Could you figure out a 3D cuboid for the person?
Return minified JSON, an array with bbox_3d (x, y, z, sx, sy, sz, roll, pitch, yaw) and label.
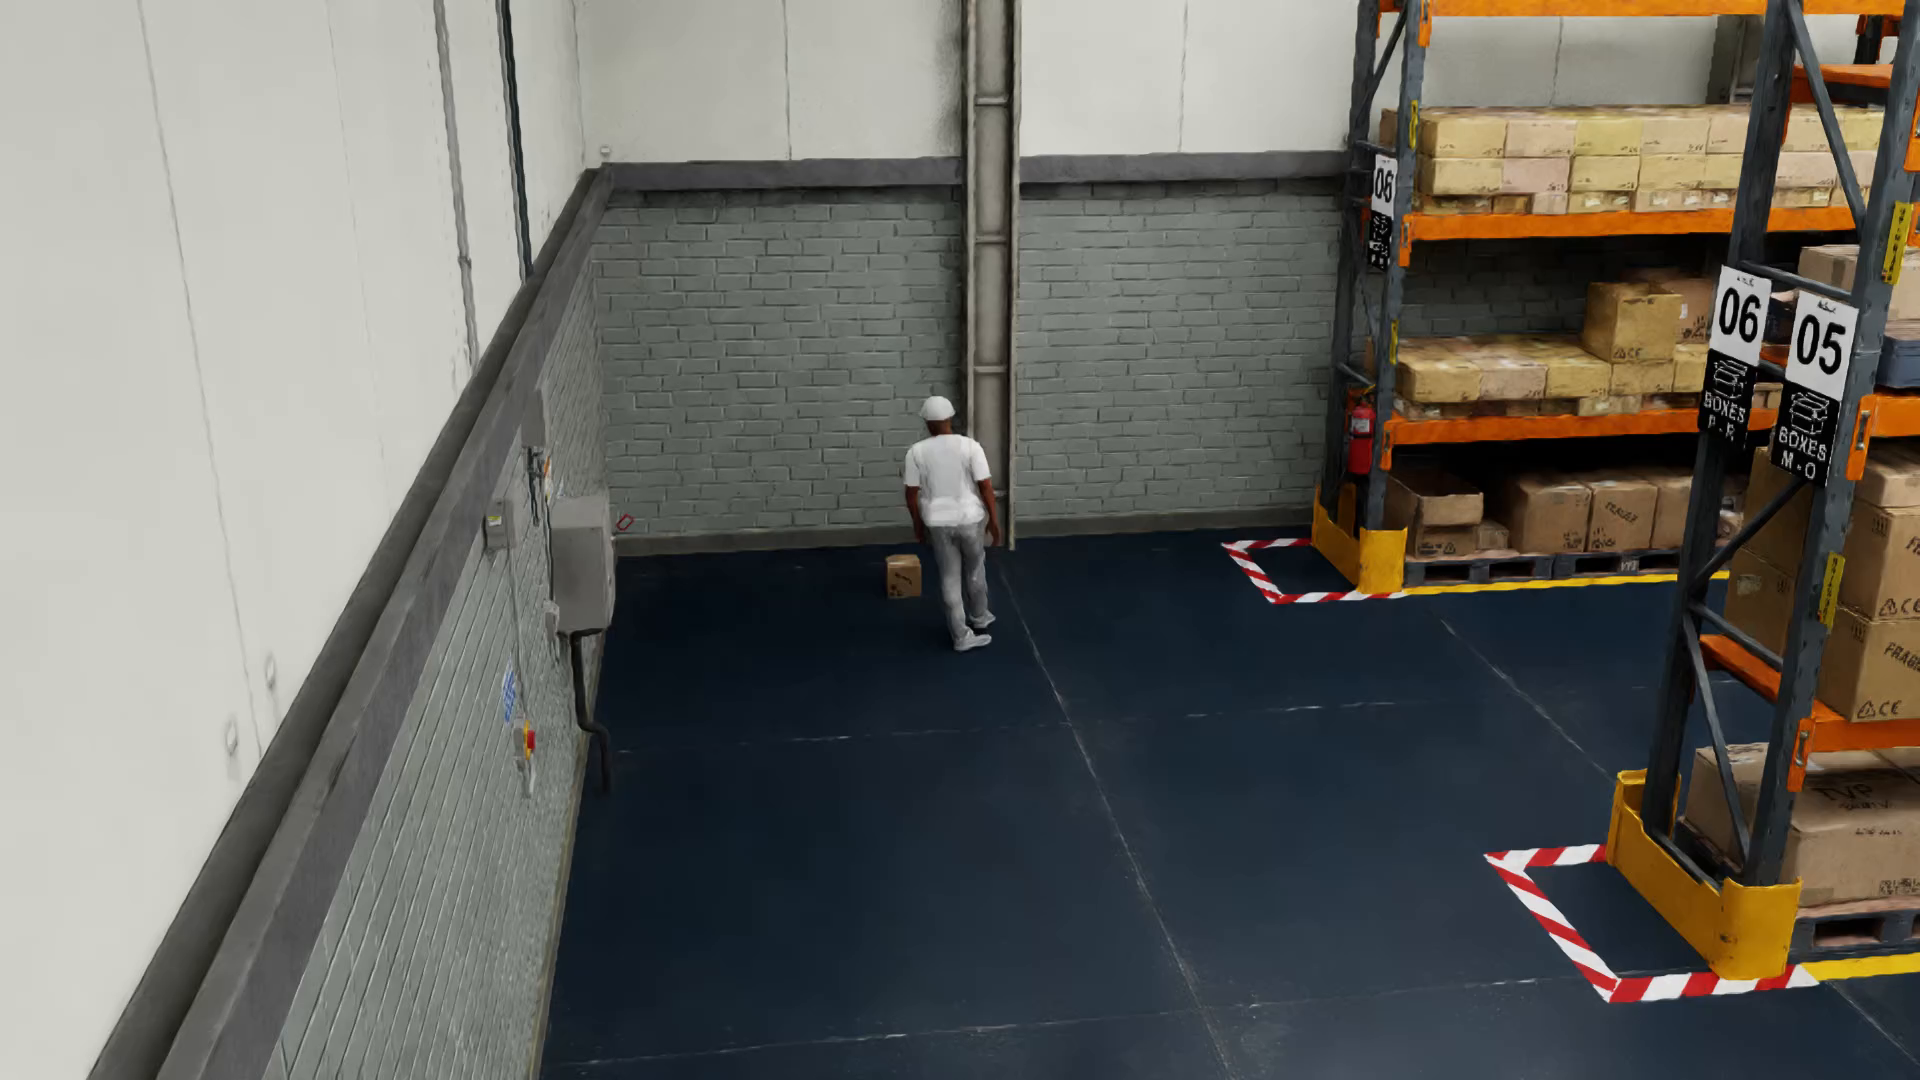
[{"bbox_3d":[-0.034,-0.153,11.451,0.667,1.752,0.669,2,20,6],"label":"person"}]
